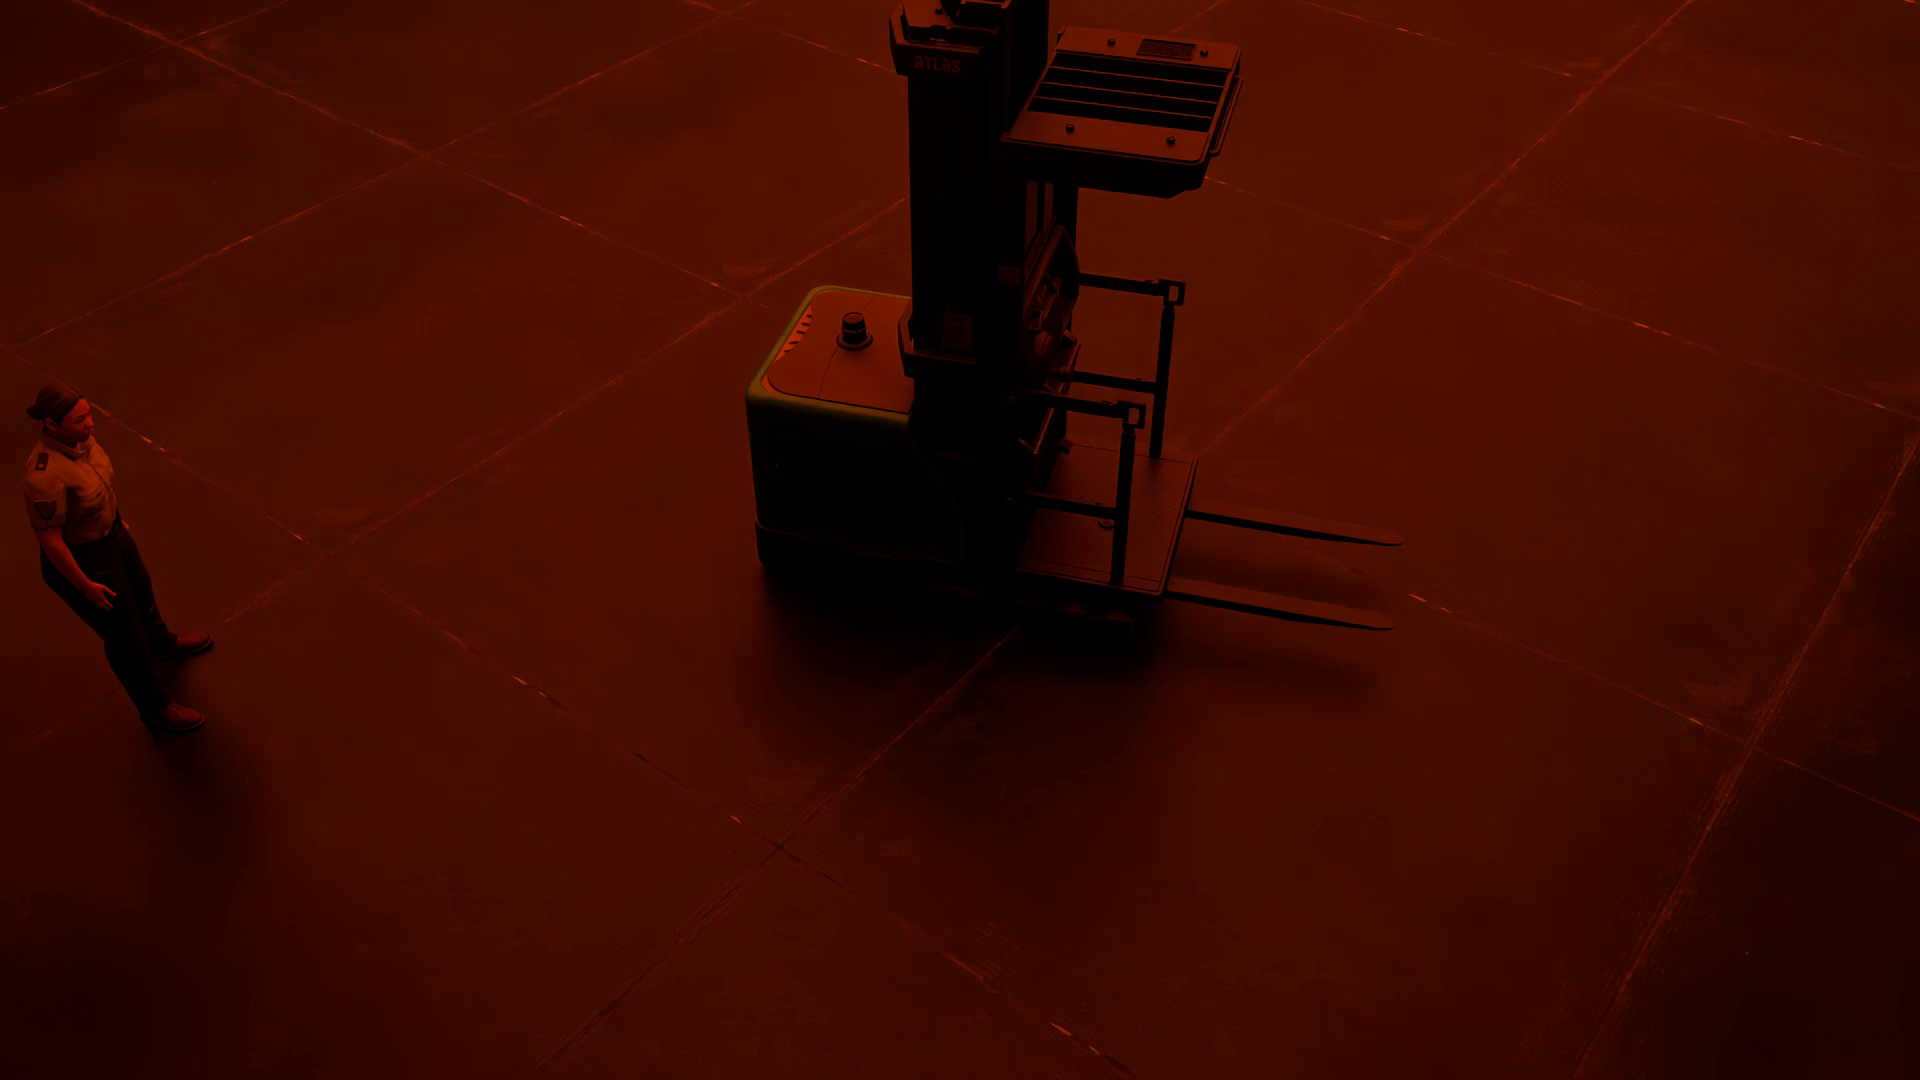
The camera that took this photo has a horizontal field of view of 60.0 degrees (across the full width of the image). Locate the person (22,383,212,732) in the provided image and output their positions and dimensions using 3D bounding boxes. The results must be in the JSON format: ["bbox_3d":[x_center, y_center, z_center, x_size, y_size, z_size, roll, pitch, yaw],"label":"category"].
[{"bbox_3d":[-3.612,0.039,7.022,0.431,1.657,0.627,-6,41,-7],"label":"person"}]

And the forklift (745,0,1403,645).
[{"bbox_3d":[0.587,-1.011,7.260,3.031,2.935,1.130,10,41,12],"label":"forklift"}]
